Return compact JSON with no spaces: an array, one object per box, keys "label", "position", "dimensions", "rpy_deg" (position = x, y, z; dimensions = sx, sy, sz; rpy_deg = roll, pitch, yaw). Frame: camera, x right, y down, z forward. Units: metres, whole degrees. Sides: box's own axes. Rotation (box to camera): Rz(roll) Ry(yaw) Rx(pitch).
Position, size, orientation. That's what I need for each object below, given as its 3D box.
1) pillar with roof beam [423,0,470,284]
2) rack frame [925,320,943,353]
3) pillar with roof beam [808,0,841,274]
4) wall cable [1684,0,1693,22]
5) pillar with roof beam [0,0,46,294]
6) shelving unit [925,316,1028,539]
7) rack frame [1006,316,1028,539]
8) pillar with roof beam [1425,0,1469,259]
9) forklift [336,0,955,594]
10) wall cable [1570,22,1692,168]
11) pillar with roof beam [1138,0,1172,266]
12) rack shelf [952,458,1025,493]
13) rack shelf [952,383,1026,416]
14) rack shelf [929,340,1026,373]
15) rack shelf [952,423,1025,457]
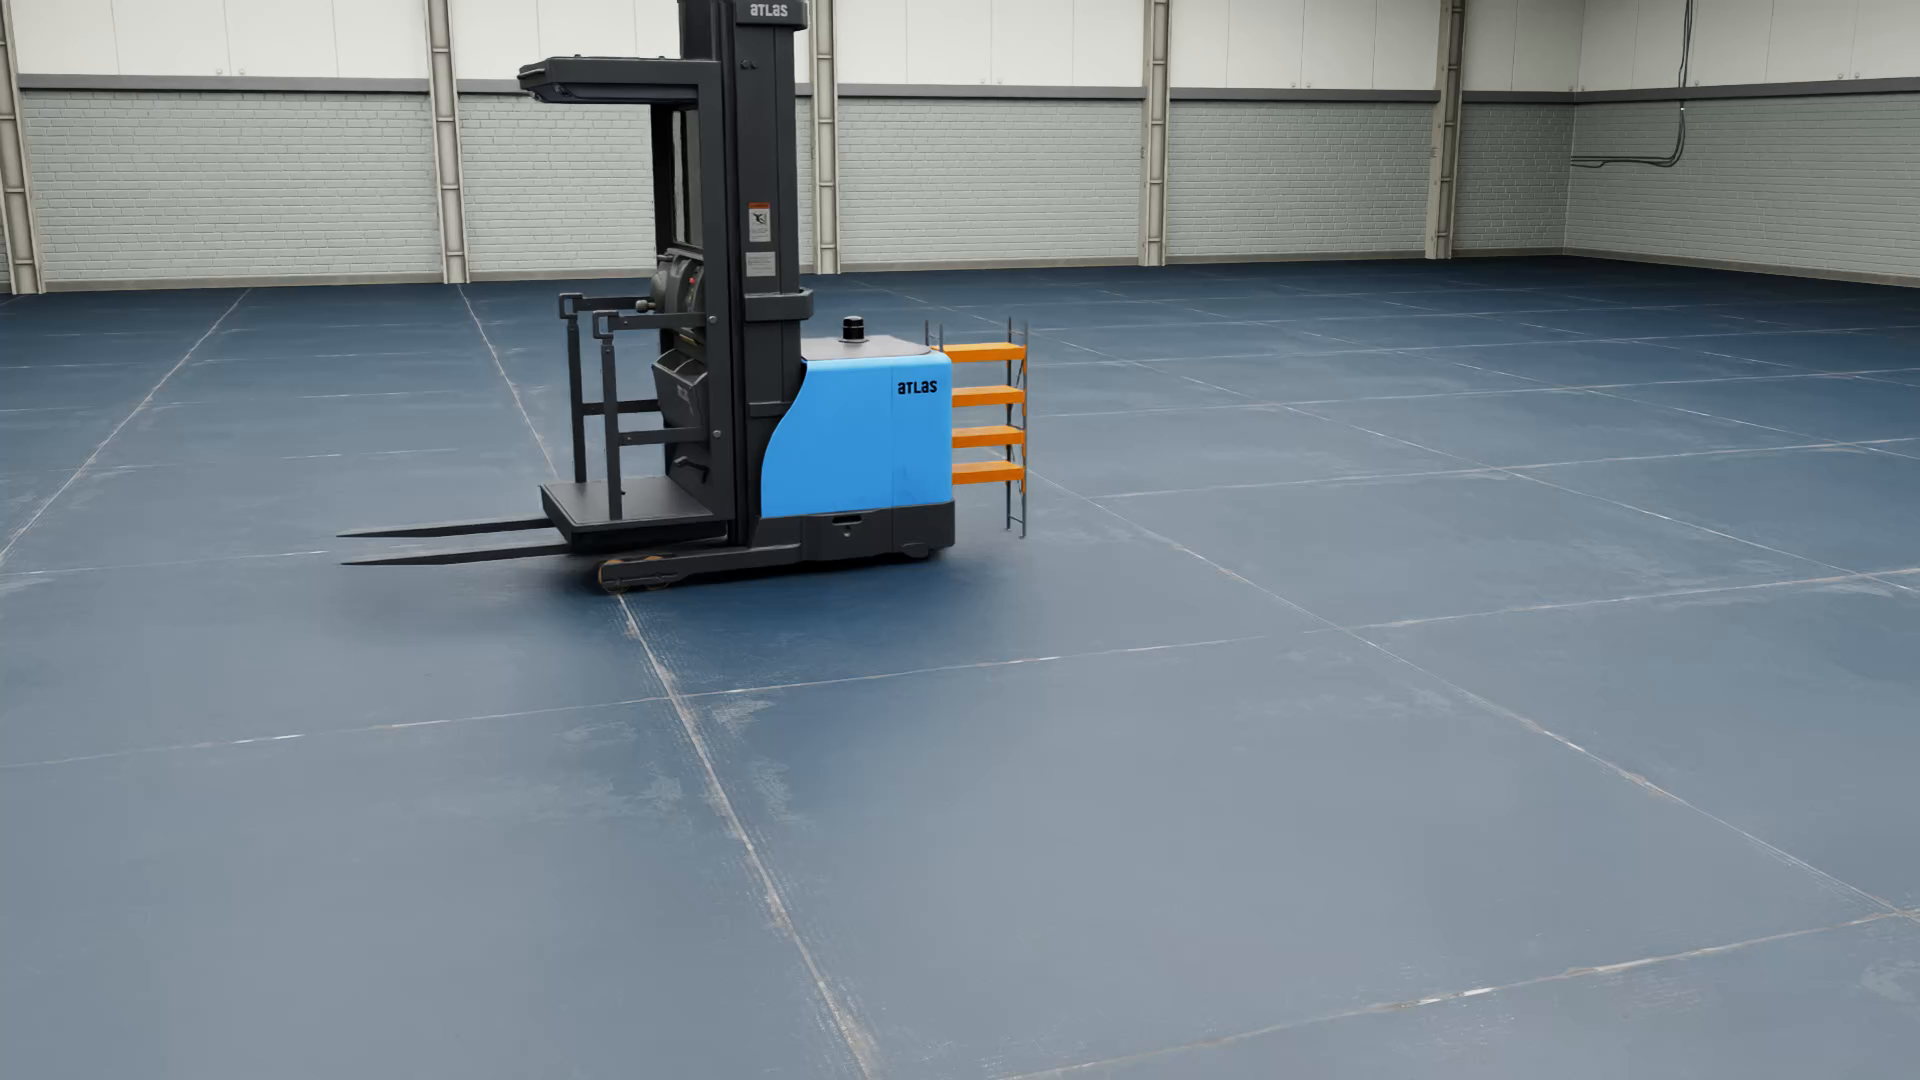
[{"label":"pillar with roof beam","position":[-6.558,-7.490,21.183],"dimensions":[0.400,9.000,9.100],"rpy_deg":[-4,14,-18]},{"label":"rack frame","position":[-0.139,-0.575,8.968],"dimensions":[0.015,1.200,0.240],"rpy_deg":[-5,14,-21]},{"label":"pillar with roof beam","position":[-0.871,-7.932,23.045],"dimensions":[0.400,9.000,9.100],"rpy_deg":[-4,14,-18]},{"label":"wall cable","position":[13.206,-10.043,27.713],"dimensions":[0.112,2.526,3.097],"rpy_deg":[-4,14,-18]},{"label":"pillar with roof beam","position":[-12.245,-7.047,19.322],"dimensions":[0.400,9.000,9.100],"rpy_deg":[-4,14,-18]},{"label":"shelving unit","position":[0.087,-0.596,9.057],"dimensions":[0.503,1.200,0.258],"rpy_deg":[-5,14,-21]},{"label":"rack frame","position":[0.313,-0.618,9.147],"dimensions":[0.015,1.200,0.240],"rpy_deg":[-5,14,-21]},{"label":"pillar with roof beam","position":[10.502,-8.818,26.768],"dimensions":[0.400,9.000,9.100],"rpy_deg":[-4,14,-18]},{"label":"forklift","position":[-1.596,-1.303,8.288],"dimensions":[3.031,2.935,1.130],"rpy_deg":[-5,14,-21]},{"label":"wall cable","position":[12.343,-8.179,30.792],"dimensions":[0.112,2.526,3.097],"rpy_deg":[-4,14,-18]},{"label":"pillar with roof beam","position":[4.815,-8.375,24.907],"dimensions":[0.400,9.000,9.100],"rpy_deg":[-4,14,-18]},{"label":"rack shelf","position":[0.087,-0.338,9.119],"dimensions":[0.480,0.148,0.258],"rpy_deg":[-5,14,-21]},{"label":"rack shelf","position":[0.087,-0.749,9.021],"dimensions":[0.480,0.148,0.258],"rpy_deg":[-5,14,-21]},{"label":"rack shelf","position":[0.087,-0.979,8.967],"dimensions":[0.480,0.148,0.258],"rpy_deg":[-5,14,-21]},{"label":"rack shelf","position":[0.087,-0.531,9.073],"dimensions":[0.480,0.148,0.258],"rpy_deg":[-5,14,-21]}]
